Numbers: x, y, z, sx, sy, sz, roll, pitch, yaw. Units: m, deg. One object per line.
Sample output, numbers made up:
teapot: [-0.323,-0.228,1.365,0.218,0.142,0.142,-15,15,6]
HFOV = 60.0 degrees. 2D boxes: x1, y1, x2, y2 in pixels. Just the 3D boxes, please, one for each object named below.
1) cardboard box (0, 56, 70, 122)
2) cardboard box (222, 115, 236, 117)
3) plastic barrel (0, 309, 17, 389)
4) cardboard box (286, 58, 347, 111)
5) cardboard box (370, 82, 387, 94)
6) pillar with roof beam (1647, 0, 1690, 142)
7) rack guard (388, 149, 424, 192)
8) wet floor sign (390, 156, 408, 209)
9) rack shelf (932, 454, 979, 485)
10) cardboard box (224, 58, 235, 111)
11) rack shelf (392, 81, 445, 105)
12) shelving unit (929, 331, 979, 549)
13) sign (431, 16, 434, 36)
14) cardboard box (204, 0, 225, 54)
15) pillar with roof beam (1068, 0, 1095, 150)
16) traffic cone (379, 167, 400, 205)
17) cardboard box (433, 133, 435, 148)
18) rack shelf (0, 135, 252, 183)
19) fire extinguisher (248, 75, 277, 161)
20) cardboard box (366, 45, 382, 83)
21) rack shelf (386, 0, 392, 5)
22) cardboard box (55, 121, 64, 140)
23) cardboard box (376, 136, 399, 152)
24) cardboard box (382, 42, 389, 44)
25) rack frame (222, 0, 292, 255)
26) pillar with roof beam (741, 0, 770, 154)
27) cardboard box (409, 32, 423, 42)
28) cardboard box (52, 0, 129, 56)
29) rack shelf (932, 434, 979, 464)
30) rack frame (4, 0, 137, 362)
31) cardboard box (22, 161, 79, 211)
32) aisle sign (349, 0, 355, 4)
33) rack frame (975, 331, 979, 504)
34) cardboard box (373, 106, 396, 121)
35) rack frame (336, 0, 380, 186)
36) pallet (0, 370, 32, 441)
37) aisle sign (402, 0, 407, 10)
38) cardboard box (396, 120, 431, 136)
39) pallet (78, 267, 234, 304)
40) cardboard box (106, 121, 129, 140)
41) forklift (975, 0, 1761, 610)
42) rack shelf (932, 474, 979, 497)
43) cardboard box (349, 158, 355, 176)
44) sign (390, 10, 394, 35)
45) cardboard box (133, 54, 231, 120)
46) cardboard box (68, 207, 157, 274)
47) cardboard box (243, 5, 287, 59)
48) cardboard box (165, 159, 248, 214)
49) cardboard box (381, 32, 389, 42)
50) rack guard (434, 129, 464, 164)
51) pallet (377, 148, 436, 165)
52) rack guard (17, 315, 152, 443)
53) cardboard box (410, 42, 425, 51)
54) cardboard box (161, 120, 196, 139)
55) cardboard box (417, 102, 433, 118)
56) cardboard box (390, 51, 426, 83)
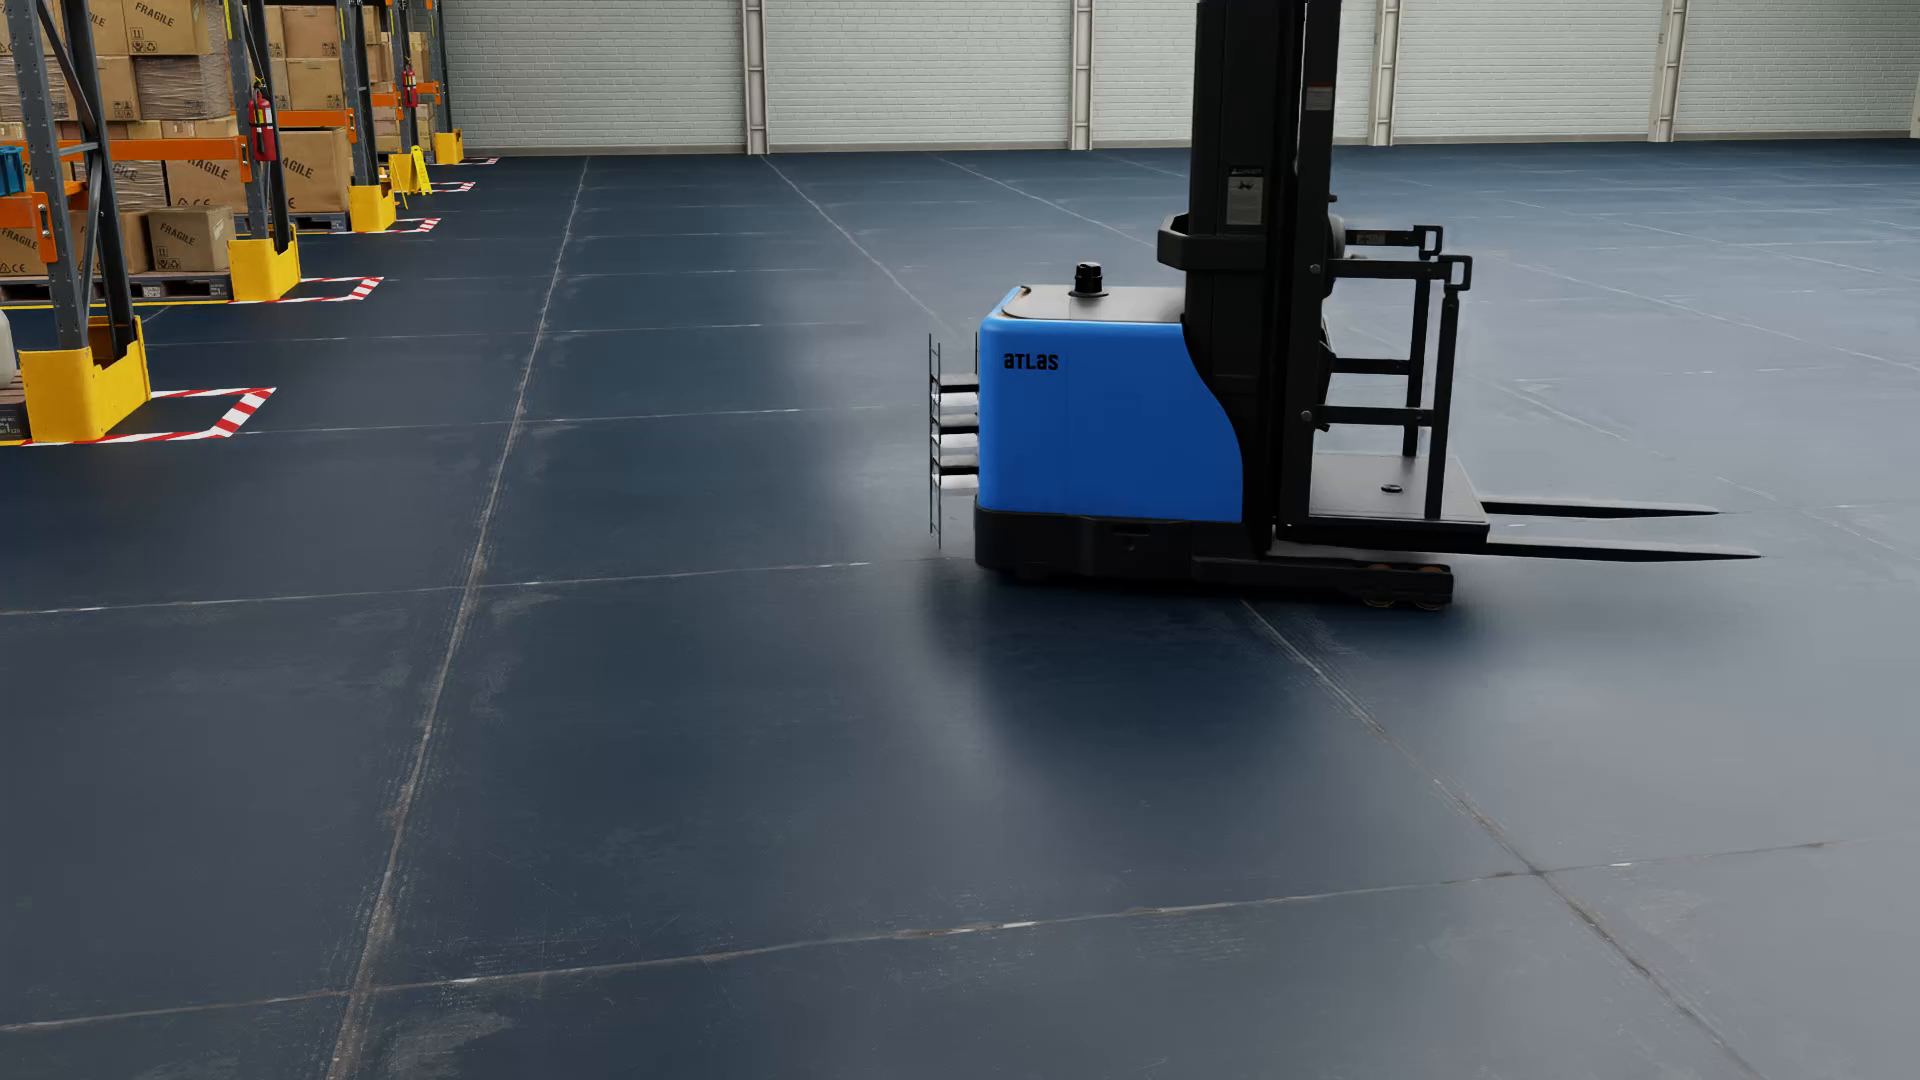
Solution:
cardboard box: [-7.372,-3.668,13.469,0.500,0.500,0.875,-3,17,-10]
cardboard box: [-6.185,-3.512,14.064,0.250,0.149,0.380,-3,17,-10]
plastic barrel: [-5.552,-1.104,9.319,0.421,0.512,0.421,0,17,0]
cardboard box: [-7.057,-5.052,18.397,0.550,0.550,0.875,-3,17,-10]
cardboard box: [-8.066,-6.233,22.924,0.250,0.149,0.380,-3,17,-9]
pillar with roof beam: [14.841,-11.051,27.965,0.400,9.000,9.100,-3,17,-10]
rack guard: [-7.814,-5.236,23.509,0.348,0.500,1.175,-3,17,-10]
wet floor sign: [-7.049,-4.461,20.738,0.232,0.644,0.267,-6,18,-20]
rack shelf: [-0.008,-0.312,7.214,0.200,0.077,0.258,-3,17,-10]
cardboard box: [-8.167,-5.020,18.293,0.550,0.550,0.875,-3,17,-10]
rack shelf: [-10.649,-7.411,27.557,4.000,0.370,1.077,-3,17,-10]
shelving unit: [-0.008,-0.430,7.178,0.210,0.900,0.258,-3,17,-10]
sign: [-8.596,-8.376,27.097,0.005,0.325,0.100,-3,17,-10]
cardboard box: [-6.452,-4.295,13.806,0.500,0.500,0.500,-3,17,-10]
pillar with roof beam: [3.059,-10.383,25.788,0.400,9.000,9.100,-3,17,-10]
traffic cone: [-7.373,-4.526,21.260,0.334,0.463,0.336,-3,17,-10]
cardboard box: [-9.204,-6.782,28.251,0.500,0.250,0.500,-3,17,-10]
rack shelf: [-7.824,-3.124,13.598,4.000,0.370,1.077,-3,17,-10]
fire extinguisher: [-5.660,-3.415,13.454,0.183,0.674,0.296,-3,17,-10]
cardboard box: [-8.220,-6.516,22.741,0.500,0.500,0.500,-4,17,-11]
rack shelf: [-9.703,-7.414,22.458,4.000,0.370,1.077,-3,17,-10]
cardboard box: [-7.325,-3.309,13.404,0.250,0.149,0.380,-3,17,-10]
cardboard box: [-9.577,-6.610,27.693,0.500,0.250,0.500,-3,17,-10]
cardboard box: [-9.484,-8.105,27.314,0.250,0.149,0.380,-3,17,-9]
rack frame: [-5.860,-3.579,13.855,0.127,3.000,1.000,-3,17,-10]
pillar with roof beam: [-2.832,-10.048,24.700,0.400,9.000,9.100,-3,17,-10]
cardboard box: [-8.997,-8.286,27.398,0.250,0.149,0.380,-3,17,-10]
cardboard box: [-6.843,-4.115,13.222,0.500,0.500,0.500,-3,17,-10]
rack shelf: [-0.008,-0.398,7.188,0.200,0.077,0.258,-3,17,-10]
rack frame: [-4.920,-2.151,9.206,0.127,3.000,1.000,-3,17,-10]
cardboard box: [-9.998,-3.991,18.102,0.875,0.875,0.875,-3,17,-10]
aisle sign: [-6.575,-6.174,17.878,0.004,0.787,0.394,-3,17,-10]
rack frame: [0.092,-0.435,7.197,0.006,0.900,0.240,-3,17,-10]
cardboard box: [-9.578,-7.085,27.535,0.500,0.250,0.500,-3,17,-9]
rack frame: [-6.702,-5.014,18.528,0.127,3.000,1.000,-3,17,-10]
pallet: [-5.785,-0.756,9.415,1.213,0.211,1.003,-3,17,-10]
aisle sign: [-7.738,-7.771,23.076,0.004,0.787,0.394,-3,17,-10]
cardboard box: [-9.104,-6.874,27.701,0.500,0.250,0.500,-3,17,-11]
pallet: [-6.739,-2.207,14.136,1.213,0.211,1.003,-3,17,-10]
cardboard box: [-6.830,-3.331,13.477,0.250,0.149,0.380,-3,17,-10]
forklift: [1.627,-1.297,6.544,3.031,2.935,1.130,3,17,9]
rack shelf: [-0.008,-0.226,7.241,0.200,0.077,0.258,-3,17,-10]
cardboard box: [-8.506,-5.198,23.095,0.500,0.250,0.500,-3,17,-11]
sign: [-7.654,-6.979,22.415,0.005,0.325,0.100,-3,17,-10]
cardboard box: [-6.405,-3.746,13.722,0.500,0.500,0.875,-3,17,-10]
cardboard box: [-7.057,-2.512,13.922,0.500,0.500,0.500,1,17,4]
cardboard box: [-7.596,-5.535,18.131,0.550,0.550,0.875,-3,17,-10]
cardboard box: [-8.218,-4.093,18.432,0.875,0.875,0.875,-4,17,-11]
cardboard box: [-9.485,-8.241,27.251,0.250,0.149,0.380,-3,17,-9]
rack guard: [-8.662,-6.673,28.185,0.348,0.500,1.175,-3,17,-10]
pallet: [-9.428,-6.479,28.045,1.213,0.211,1.003,-3,17,-10]
rack guard: [-4.986,-0.938,9.515,0.348,0.500,1.175,-3,17,-10]
cardboard box: [-8.972,-8.124,27.378,0.250,0.149,0.380,-3,17,-10]
cardboard box: [-6.346,-3.370,13.601,0.250,0.149,0.380,-3,17,-10]
cardboard box: [-9.193,-7.258,28.100,0.500,0.250,0.500,-4,17,-11]
cardboard box: [-9.118,-7.811,27.464,0.500,0.500,0.500,-4,17,-12]
